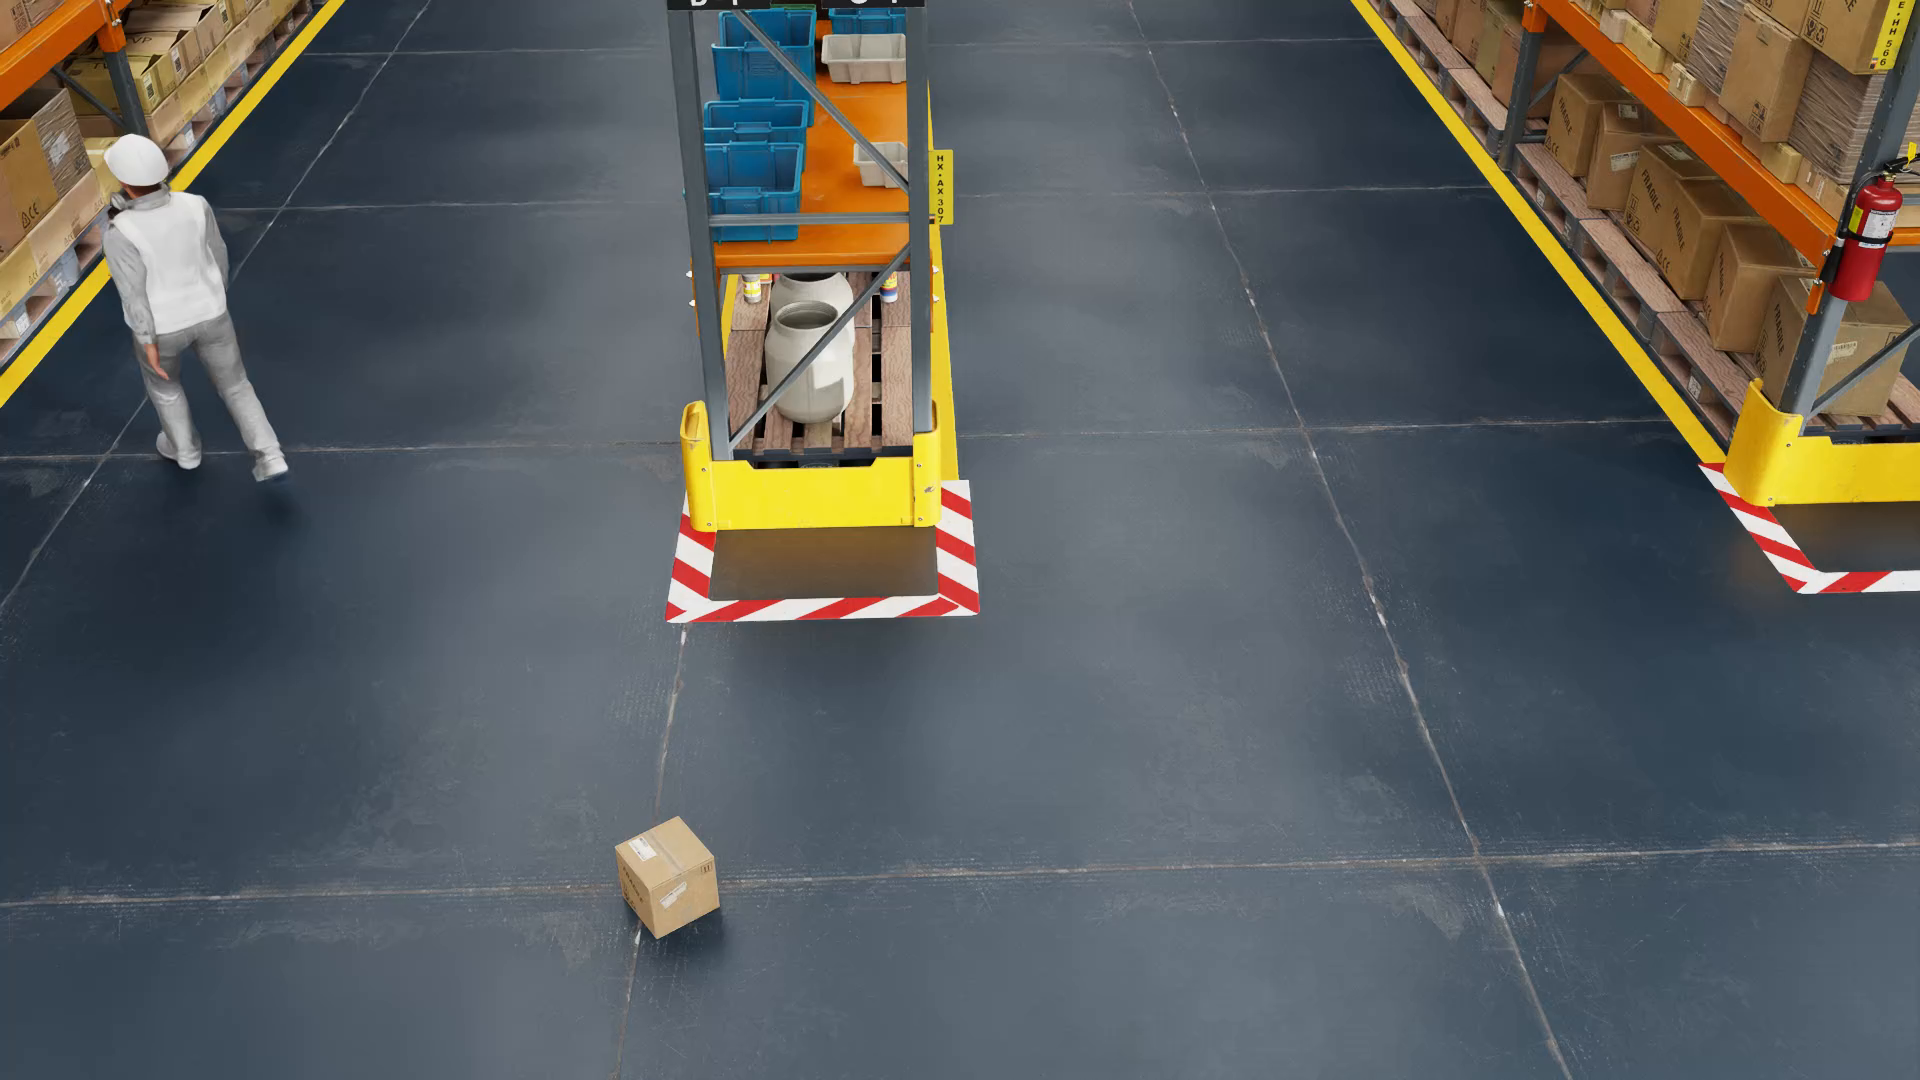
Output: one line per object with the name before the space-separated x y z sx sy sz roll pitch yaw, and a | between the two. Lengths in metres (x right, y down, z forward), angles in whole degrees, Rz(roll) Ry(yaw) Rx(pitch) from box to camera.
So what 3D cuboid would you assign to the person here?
person | -3.546 -1.032 7.598 0.949 1.739 0.544 28 44 34
